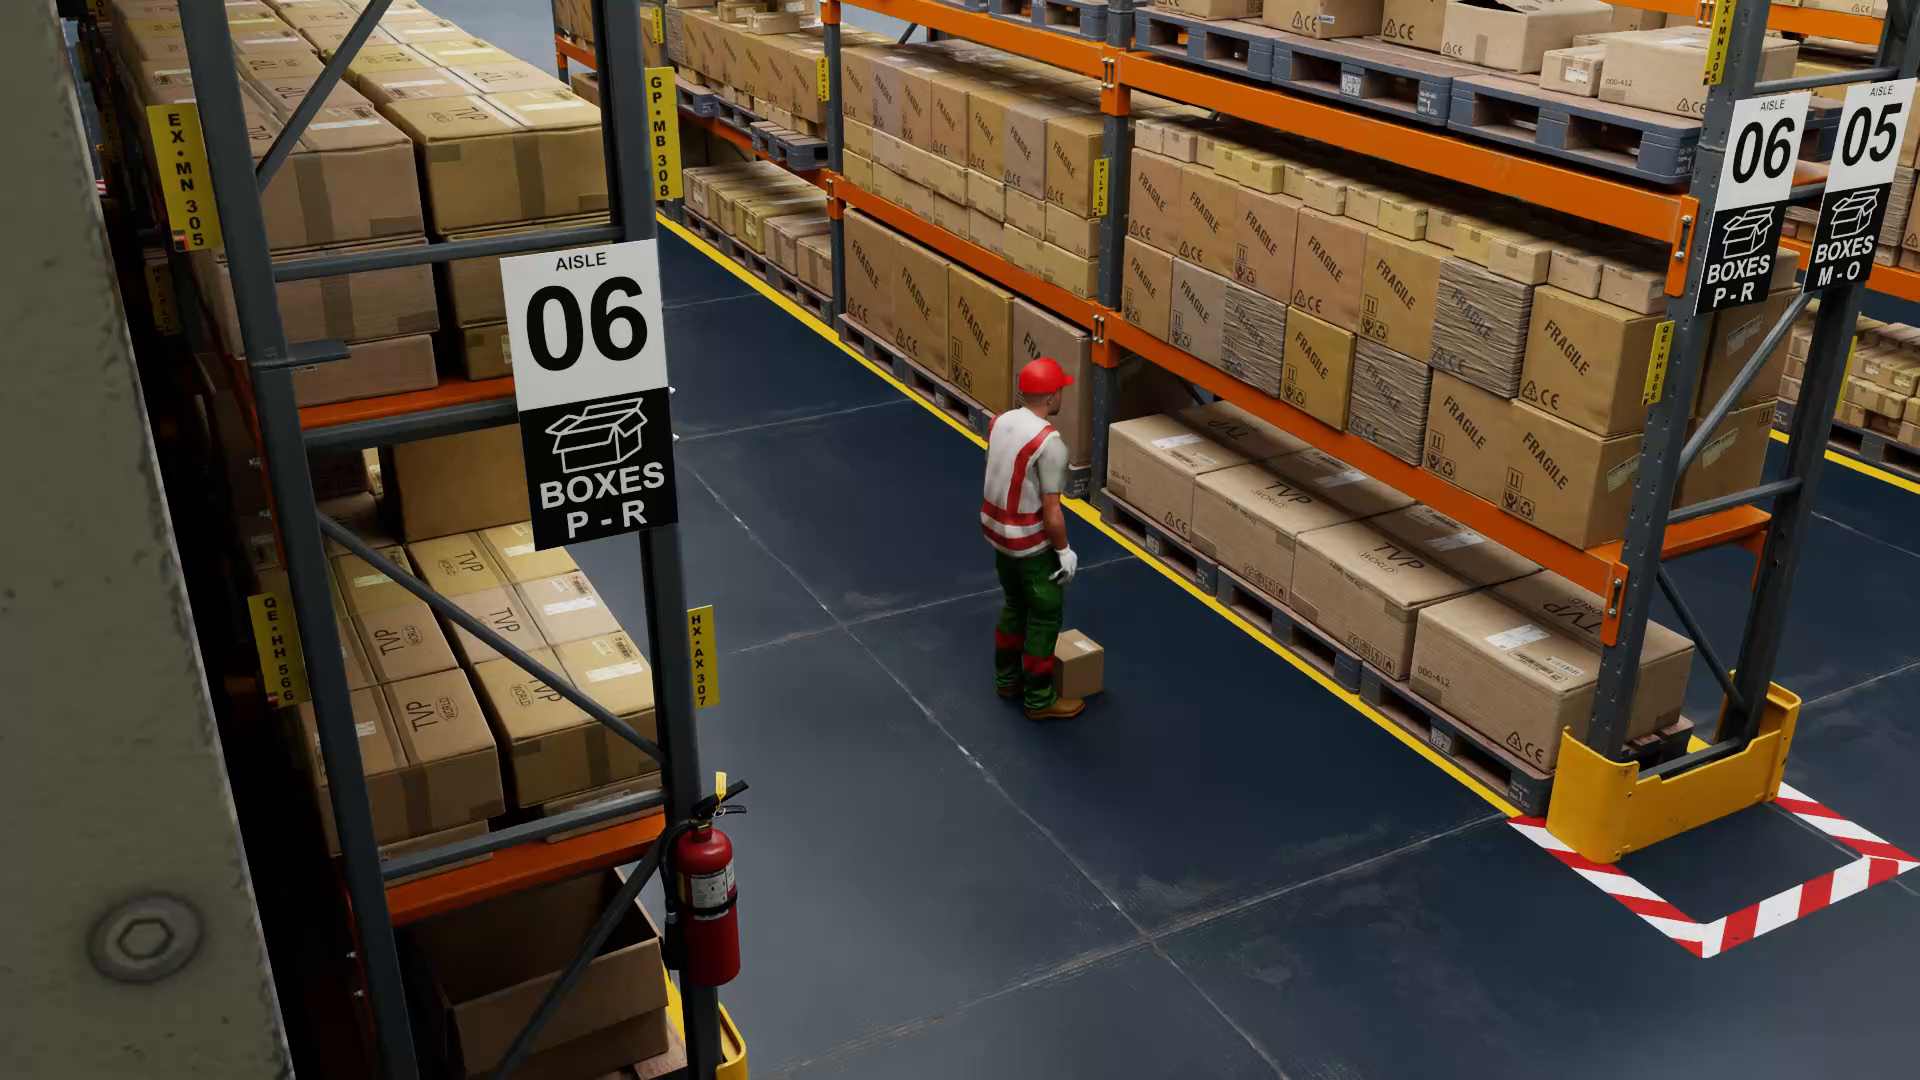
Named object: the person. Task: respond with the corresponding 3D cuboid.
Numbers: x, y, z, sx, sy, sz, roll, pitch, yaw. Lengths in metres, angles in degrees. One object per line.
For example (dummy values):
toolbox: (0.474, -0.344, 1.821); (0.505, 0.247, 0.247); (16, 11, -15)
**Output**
person: (0.355, -0.002, 7.993); (0.452, 1.778, 0.603); (-13, 28, -26)
